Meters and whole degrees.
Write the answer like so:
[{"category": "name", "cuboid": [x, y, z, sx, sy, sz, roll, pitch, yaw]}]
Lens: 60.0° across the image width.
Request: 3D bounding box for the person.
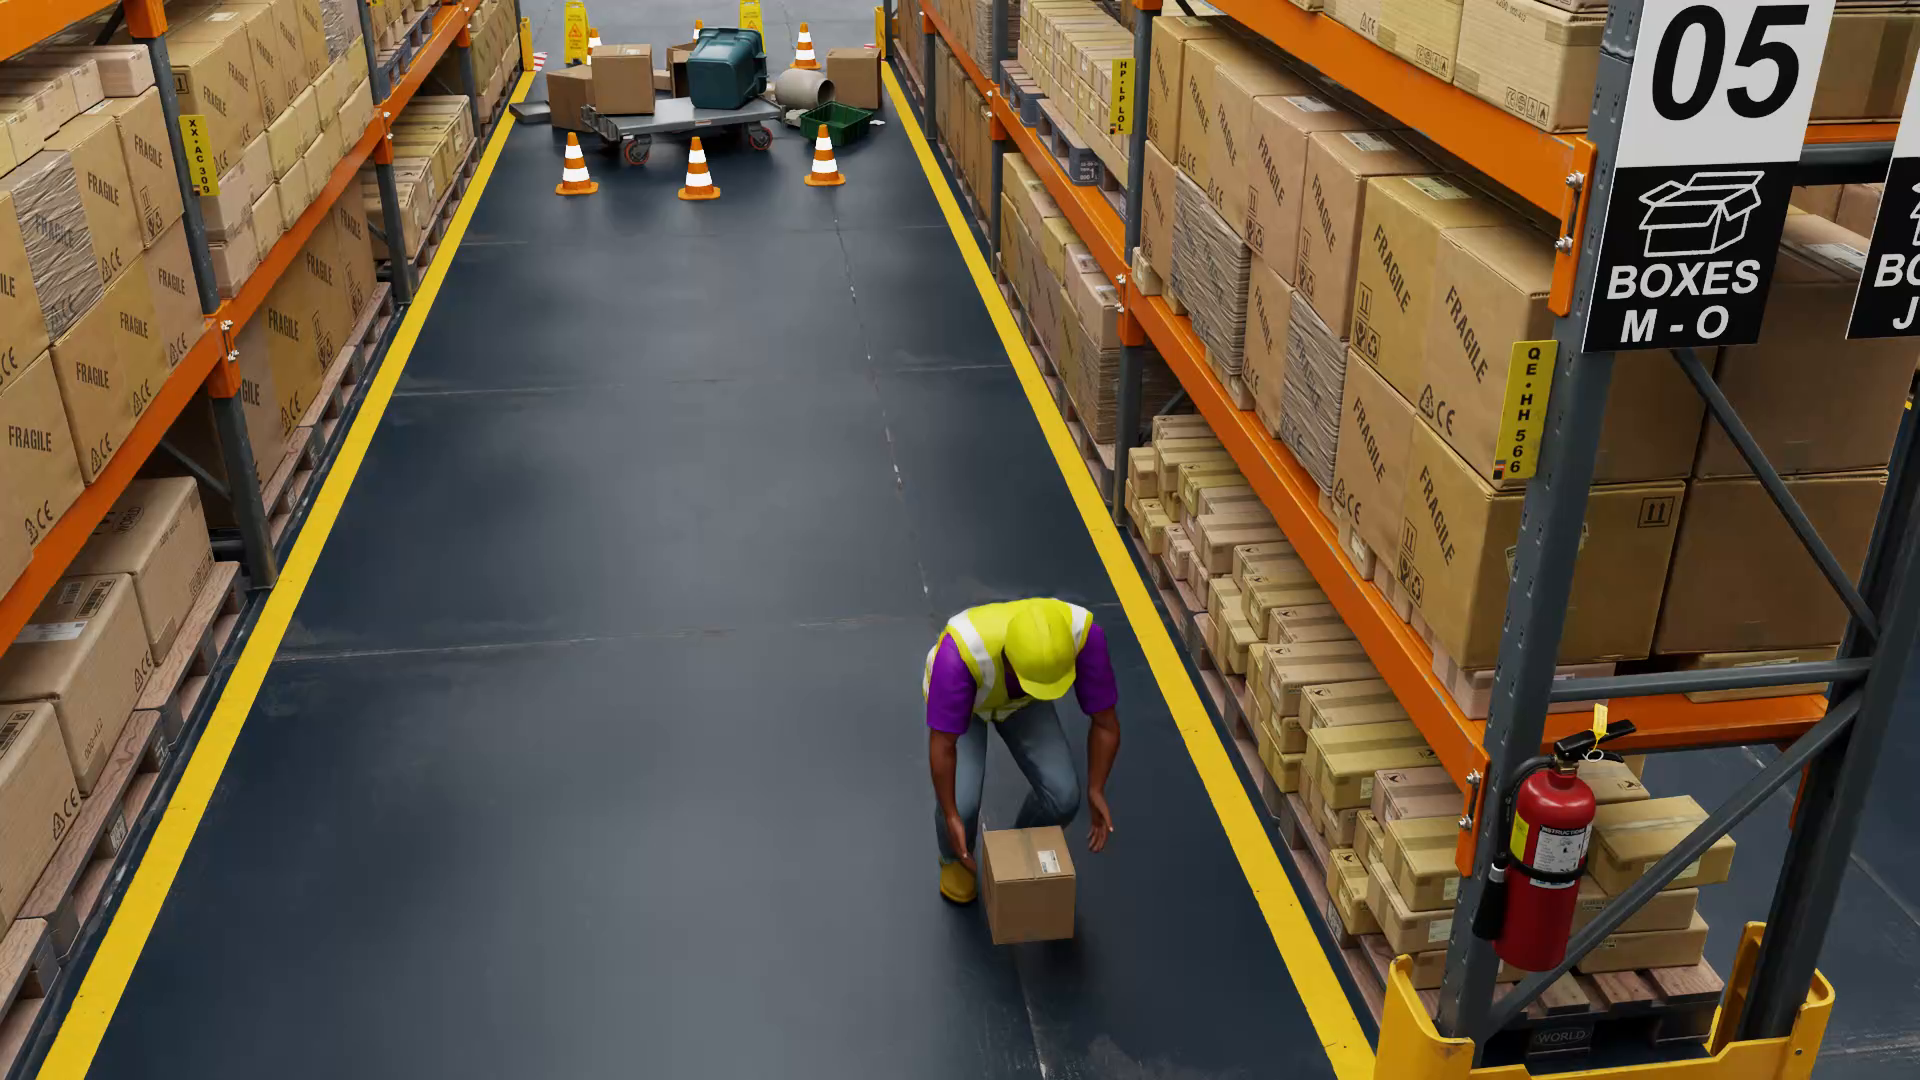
[{"category": "person", "cuboid": [0.179, 0.630, 5.414, 0.626, 1.260, 0.823, -4, 27, -9]}]
